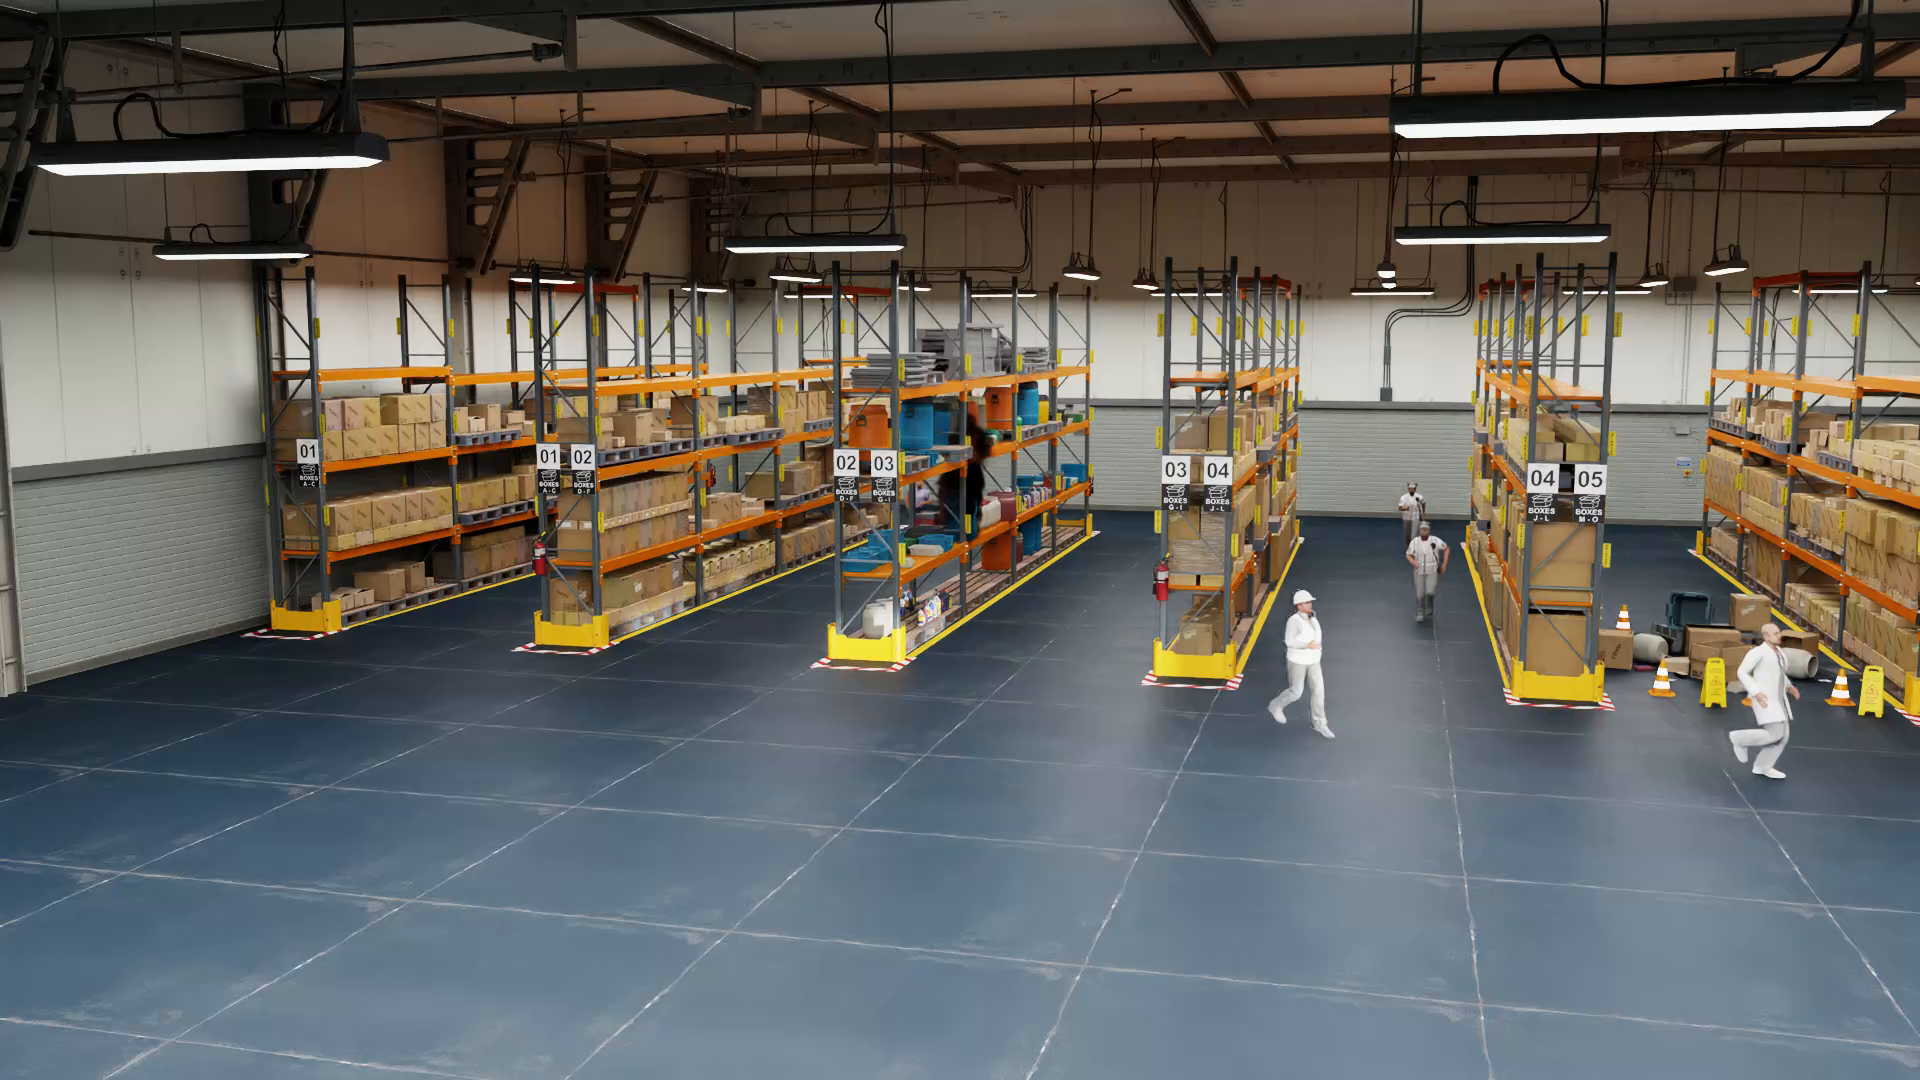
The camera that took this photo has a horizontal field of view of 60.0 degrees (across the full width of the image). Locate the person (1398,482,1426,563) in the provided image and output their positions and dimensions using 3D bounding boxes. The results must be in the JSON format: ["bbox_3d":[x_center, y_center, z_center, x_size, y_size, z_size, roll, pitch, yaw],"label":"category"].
[{"bbox_3d":[9.764,-0.415,35.979,0.557,1.719,0.894,3,8,19],"label":"person"}]

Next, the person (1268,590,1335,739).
[{"bbox_3d":[4.239,1.509,20.592,0.658,1.789,0.955,-6,9,-37],"label":"person"}]

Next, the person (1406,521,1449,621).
[{"bbox_3d":[7.973,0.542,28.433,0.688,1.745,0.718,3,8,22],"label":"person"}]

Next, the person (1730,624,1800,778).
[{"bbox_3d":[9.043,1.793,18.675,0.712,1.732,0.637,-5,9,-32],"label":"person"}]

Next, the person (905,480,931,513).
[{"bbox_3d":[-0.953,-0.593,37.935,0.607,1.683,0.720,0,7,1],"label":"person"}]
